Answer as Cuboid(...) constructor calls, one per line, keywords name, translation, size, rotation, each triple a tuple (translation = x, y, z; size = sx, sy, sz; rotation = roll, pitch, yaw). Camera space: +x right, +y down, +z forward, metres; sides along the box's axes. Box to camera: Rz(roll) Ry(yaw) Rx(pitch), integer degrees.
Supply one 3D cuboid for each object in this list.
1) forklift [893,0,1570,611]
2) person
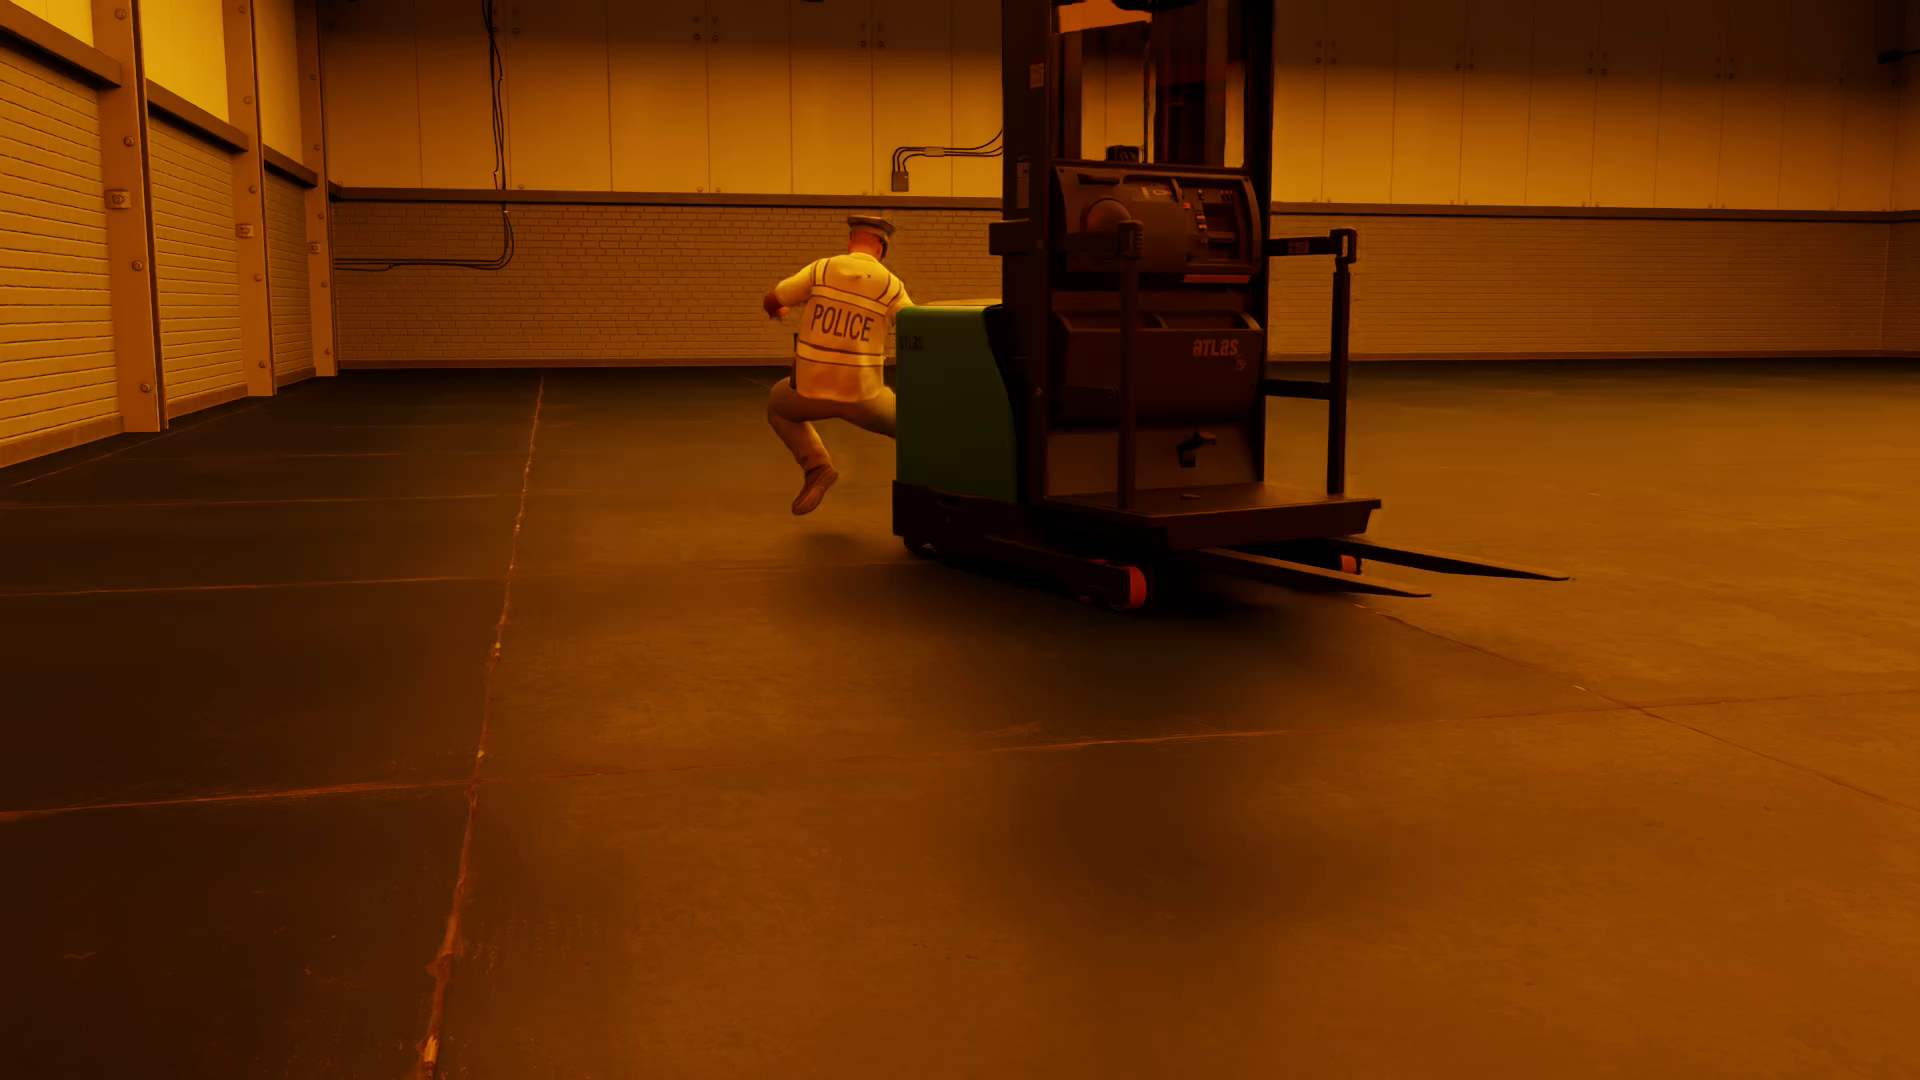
Cuboid(name="forklift", translation=(0.880, -1.271, 6.212), size=(1.130, 2.935, 3.031), rotation=(-5, 9, -30))
Cuboid(name="person", translation=(-0.524, -0.837, 8.241), size=(0.916, 1.498, 0.829), rotation=(0, 8, 3))
